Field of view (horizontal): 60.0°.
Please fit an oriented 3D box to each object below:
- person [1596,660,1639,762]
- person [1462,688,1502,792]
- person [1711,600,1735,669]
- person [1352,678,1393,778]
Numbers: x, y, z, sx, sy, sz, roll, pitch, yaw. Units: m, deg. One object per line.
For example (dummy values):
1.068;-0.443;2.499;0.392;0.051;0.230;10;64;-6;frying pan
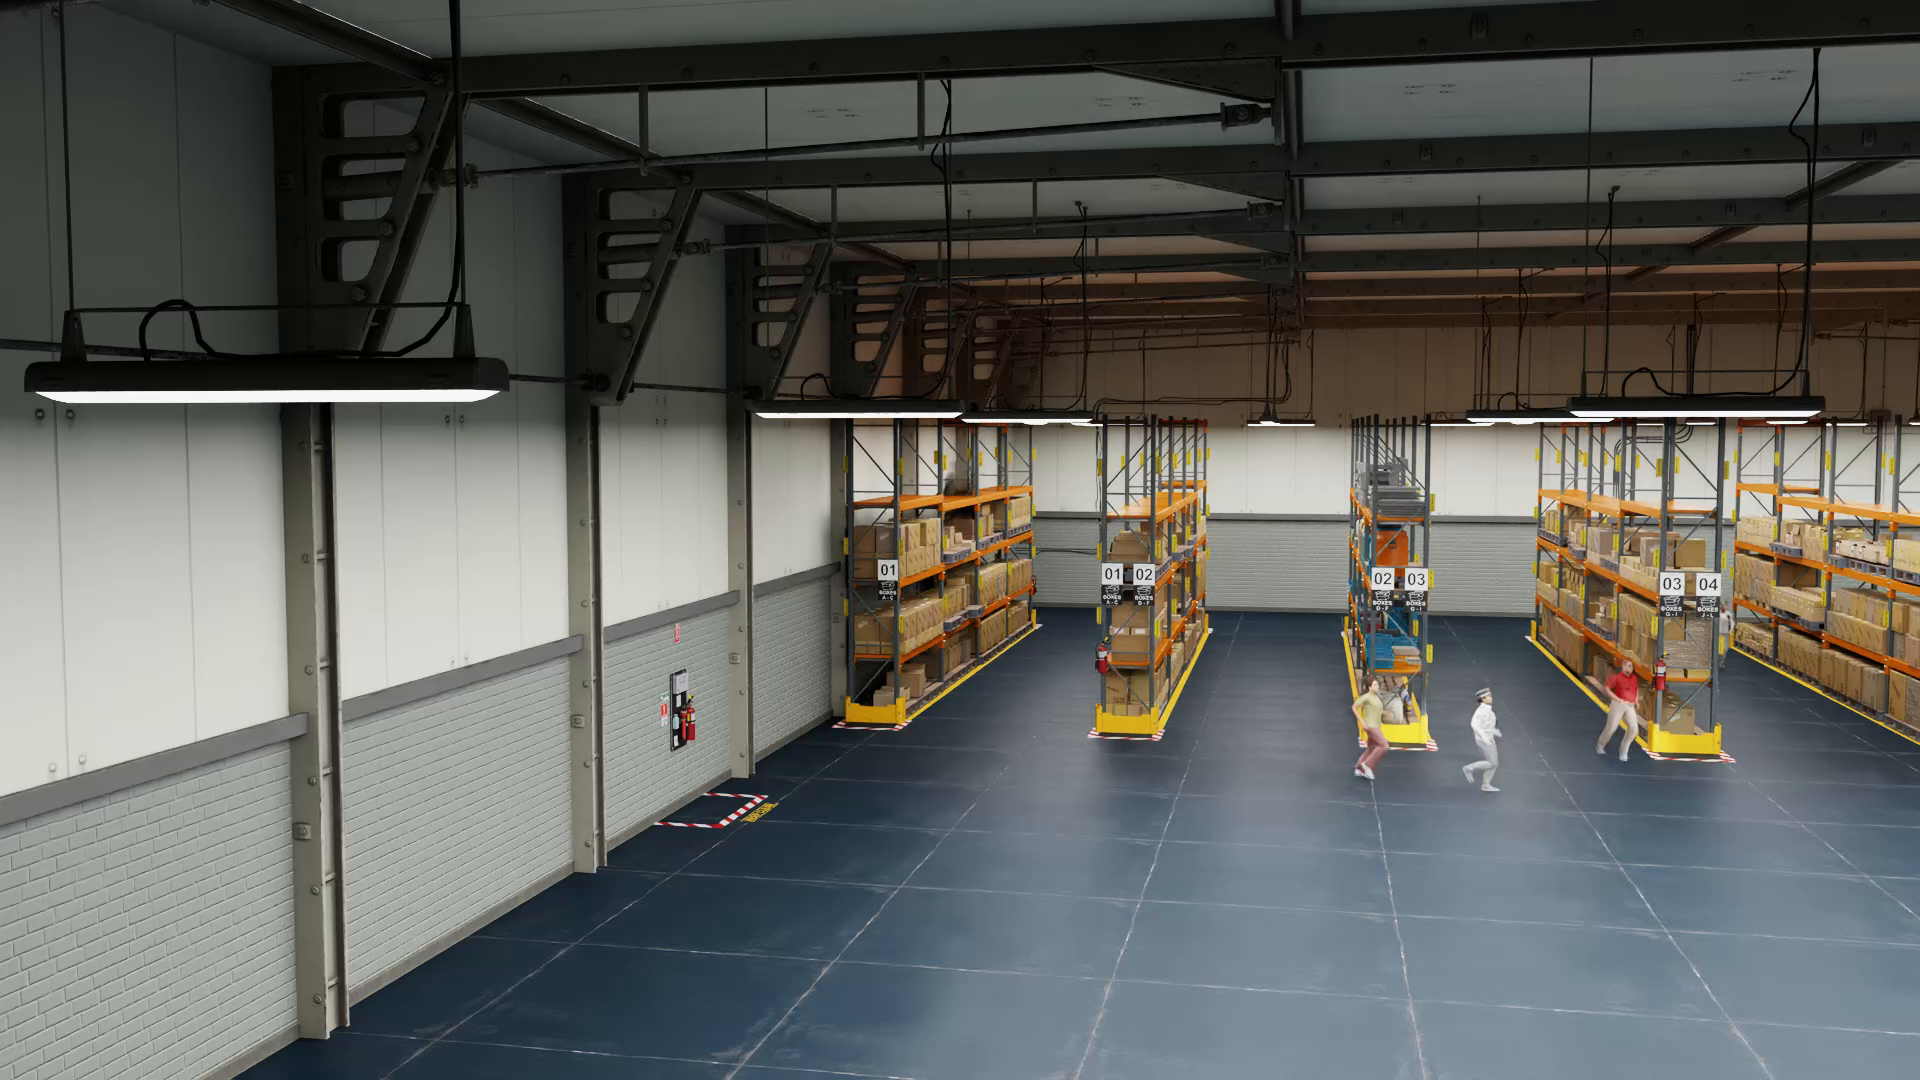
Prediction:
11.541;2.963;28.972;0.737;1.759;0.698;-1;4;-10;person
8.259;3.145;26.287;0.567;1.651;0.629;2;4;27;person
18.324;2.245;40.039;0.607;1.649;0.591;1;4;10;person
6.765;3.075;27.192;0.625;1.630;0.561;3;5;35;person
